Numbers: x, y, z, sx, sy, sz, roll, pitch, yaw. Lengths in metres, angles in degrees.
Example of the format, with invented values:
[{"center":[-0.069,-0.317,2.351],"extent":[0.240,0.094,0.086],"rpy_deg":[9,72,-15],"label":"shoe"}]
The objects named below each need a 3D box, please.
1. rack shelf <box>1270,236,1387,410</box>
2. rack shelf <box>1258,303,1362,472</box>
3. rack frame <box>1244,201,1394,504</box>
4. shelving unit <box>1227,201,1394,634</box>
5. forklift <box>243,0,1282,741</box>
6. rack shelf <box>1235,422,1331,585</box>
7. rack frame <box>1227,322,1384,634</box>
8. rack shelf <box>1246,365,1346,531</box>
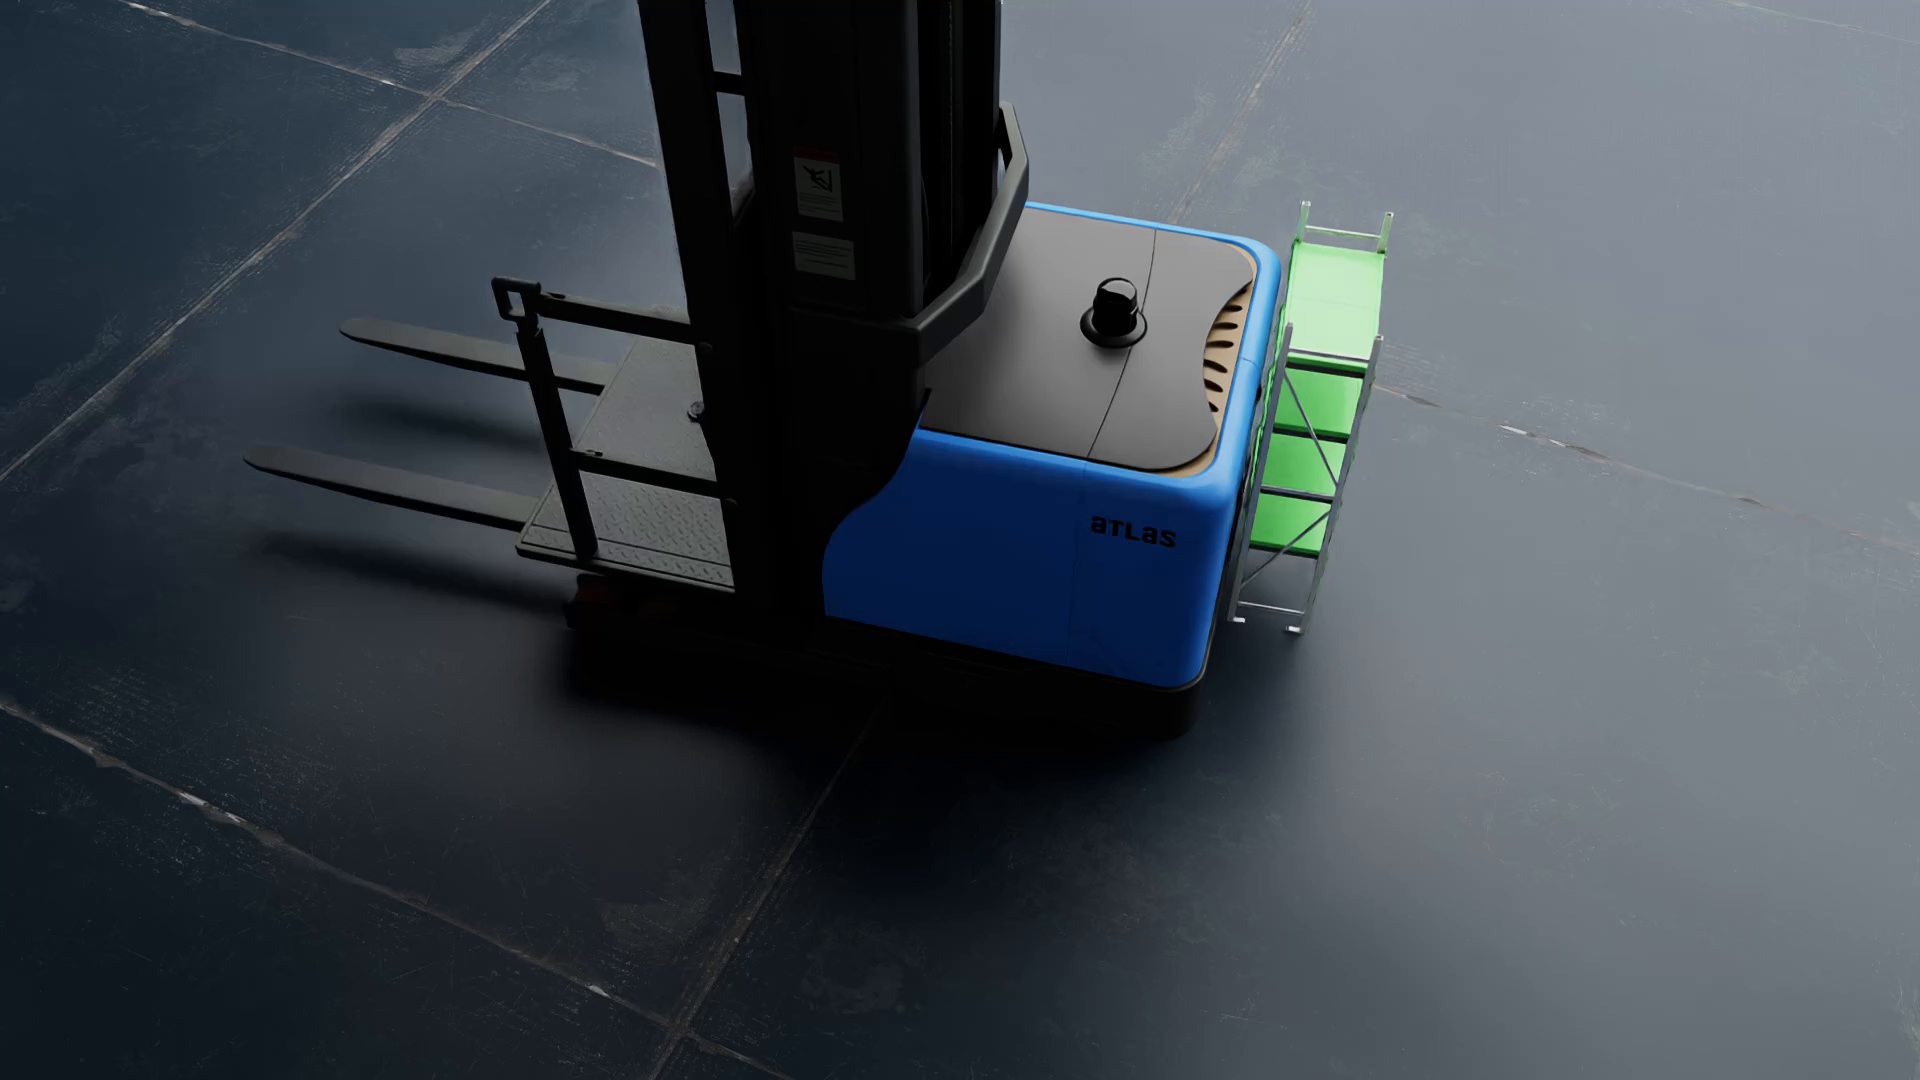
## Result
[{"center":[0.979,-0.581,4.410],"extent":[0.258,0.148,0.480],"rpy_deg":[10,50,8],"label":"rack shelf"},{"center":[0.979,-0.425,4.593],"extent":[0.258,0.148,0.480],"rpy_deg":[10,50,8],"label":"rack shelf"},{"center":[1.032,-0.493,4.881],"extent":[0.240,1.200,0.015],"rpy_deg":[10,50,8],"label":"rack frame"},{"center":[0.979,-0.311,4.727],"extent":[0.258,1.200,0.503],"rpy_deg":[10,50,8],"label":"shelving unit"},{"center":[-0.684,-1.003,4.179],"extent":[3.031,2.935,1.130],"rpy_deg":[12,51,10],"label":"forklift"},{"center":[0.979,-0.114,4.958],"extent":[0.258,0.148,0.480],"rpy_deg":[10,50,8],"label":"rack shelf"},{"center":[0.927,-0.130,4.572],"extent":[0.240,1.200,0.015],"rpy_deg":[10,50,8],"label":"rack frame"},{"center":[0.979,-0.270,4.776],"extent":[0.258,0.148,0.480],"rpy_deg":[10,50,8],"label":"rack shelf"}]
